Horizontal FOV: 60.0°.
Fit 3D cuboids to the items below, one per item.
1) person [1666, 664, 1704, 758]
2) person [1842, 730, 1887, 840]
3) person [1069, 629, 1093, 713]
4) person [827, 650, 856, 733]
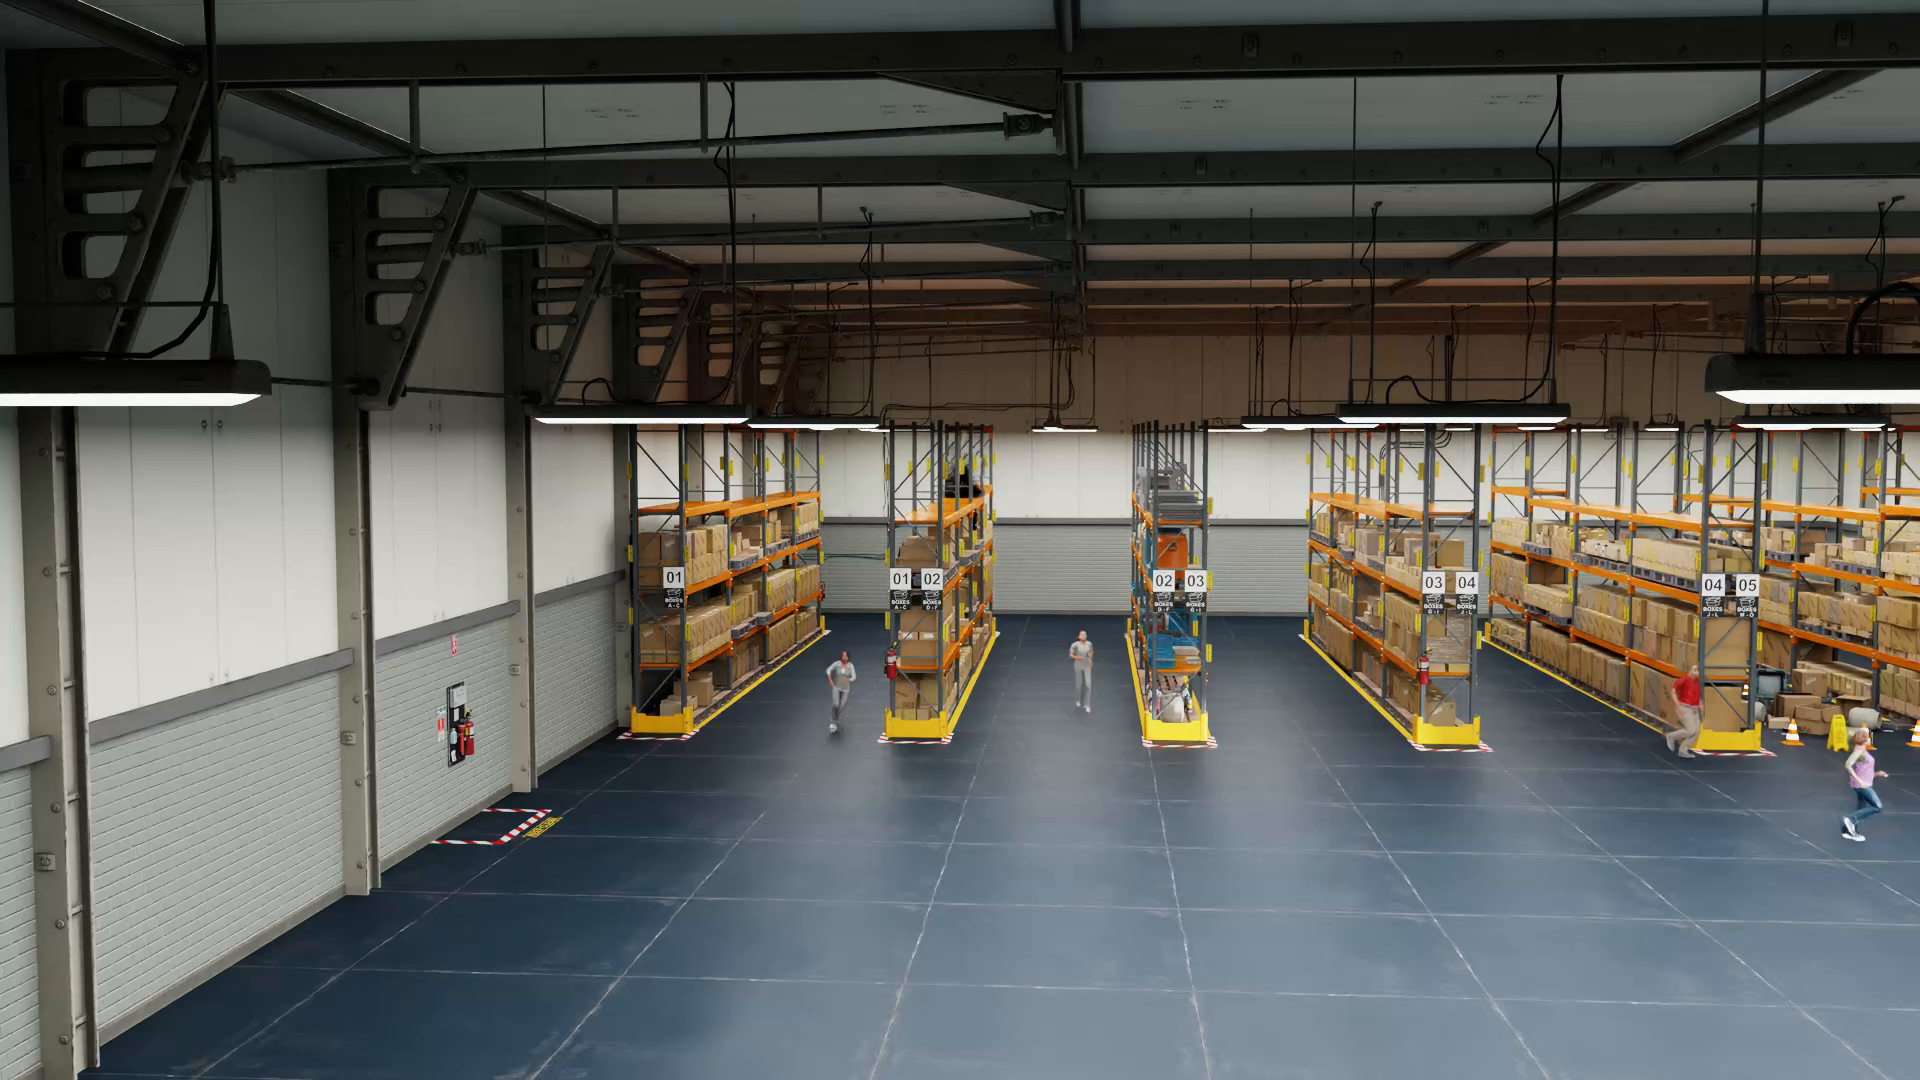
[{"bbox_3d":[12.918,3.023,29.550,0.706,1.661,0.570,-2,4,-34],"label":"person"},{"bbox_3d":[12.720,3.462,23.368,0.549,1.551,0.522,2,4,30],"label":"person"},{"bbox_3d":[2.522,2.702,34.580,0.554,1.714,0.786,-1,4,-8],"label":"person"},{"bbox_3d":[-2.282,2.910,32.056,0.531,1.590,0.614,-1,4,-14],"label":"person"}]
